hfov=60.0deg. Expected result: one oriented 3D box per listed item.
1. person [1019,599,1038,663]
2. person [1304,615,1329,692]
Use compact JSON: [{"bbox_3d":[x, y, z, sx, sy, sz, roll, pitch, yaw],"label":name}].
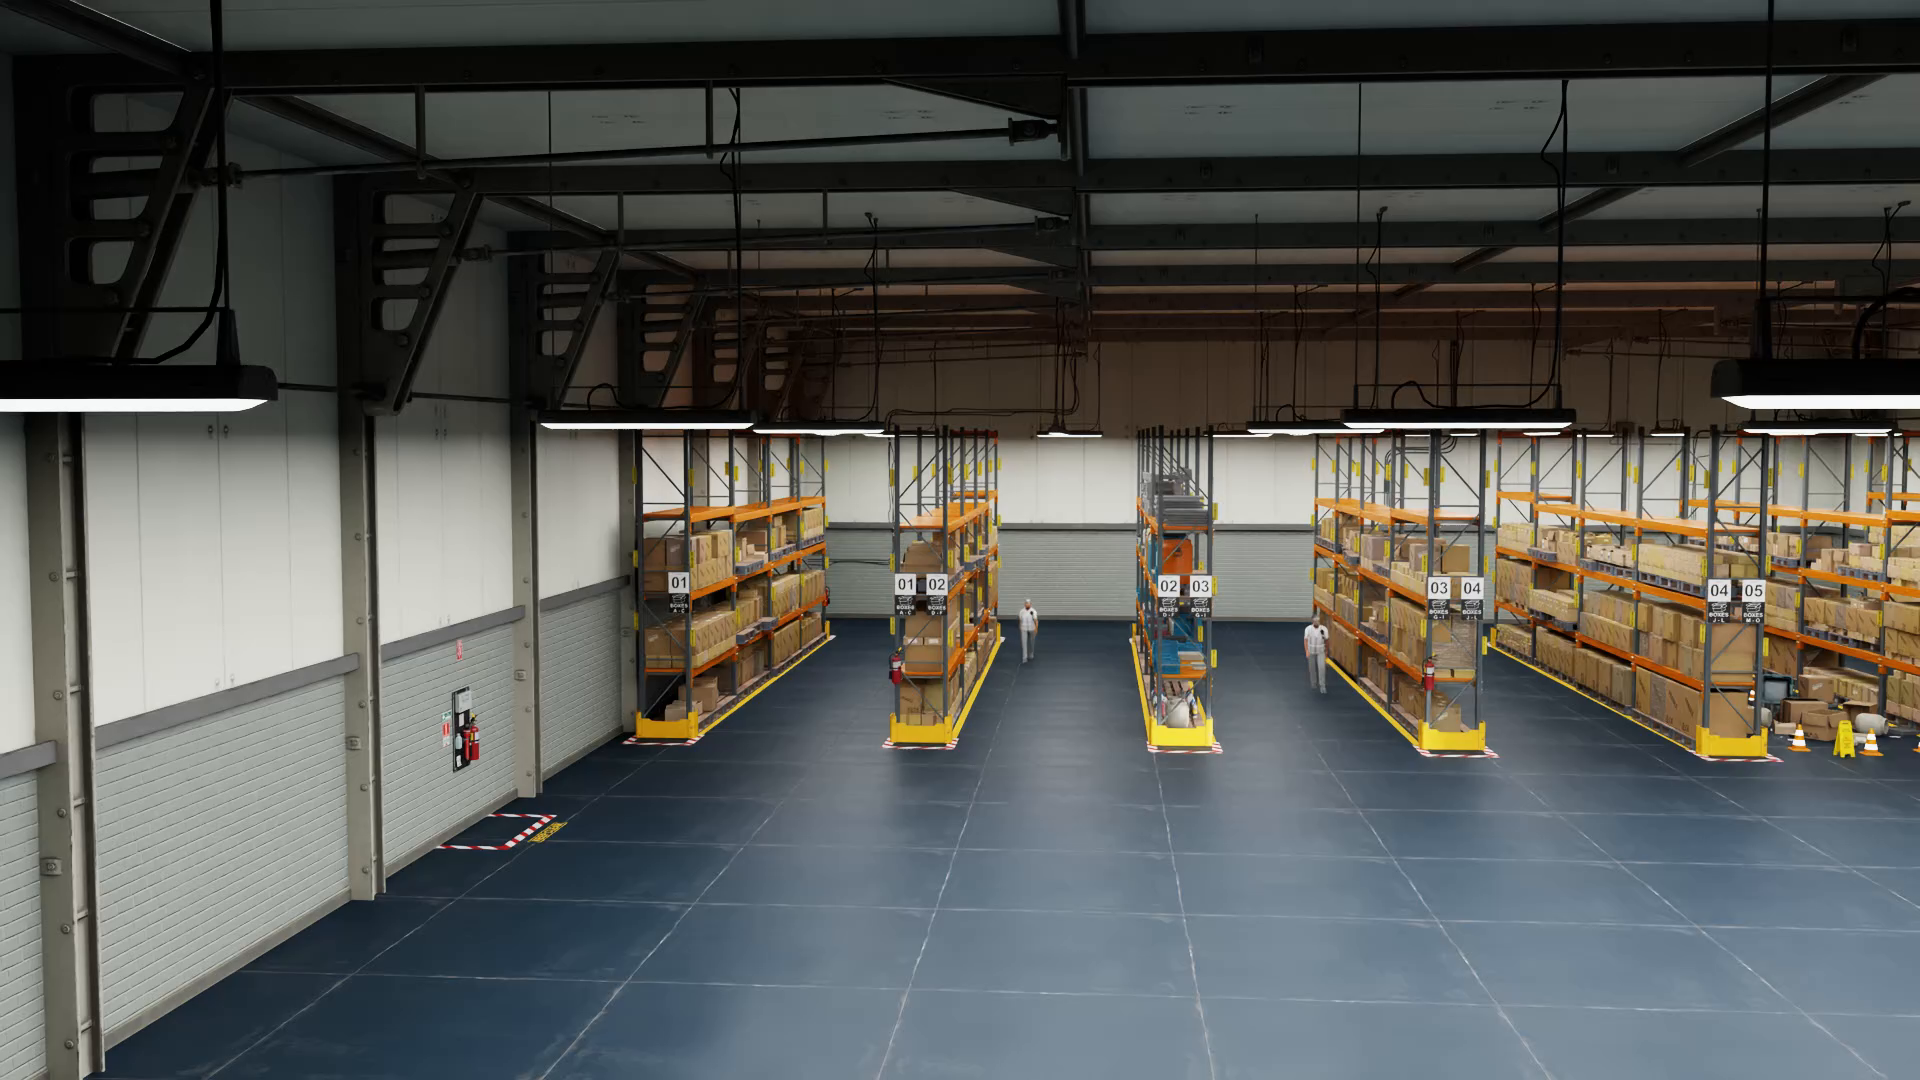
[{"bbox_3d":[1.763,2.323,42.963,0.500,1.603,1.011,0,3,2],"label":"person"},{"bbox_3d":[8.127,2.557,37.947,0.553,1.719,0.918,1,4,16],"label":"person"}]
